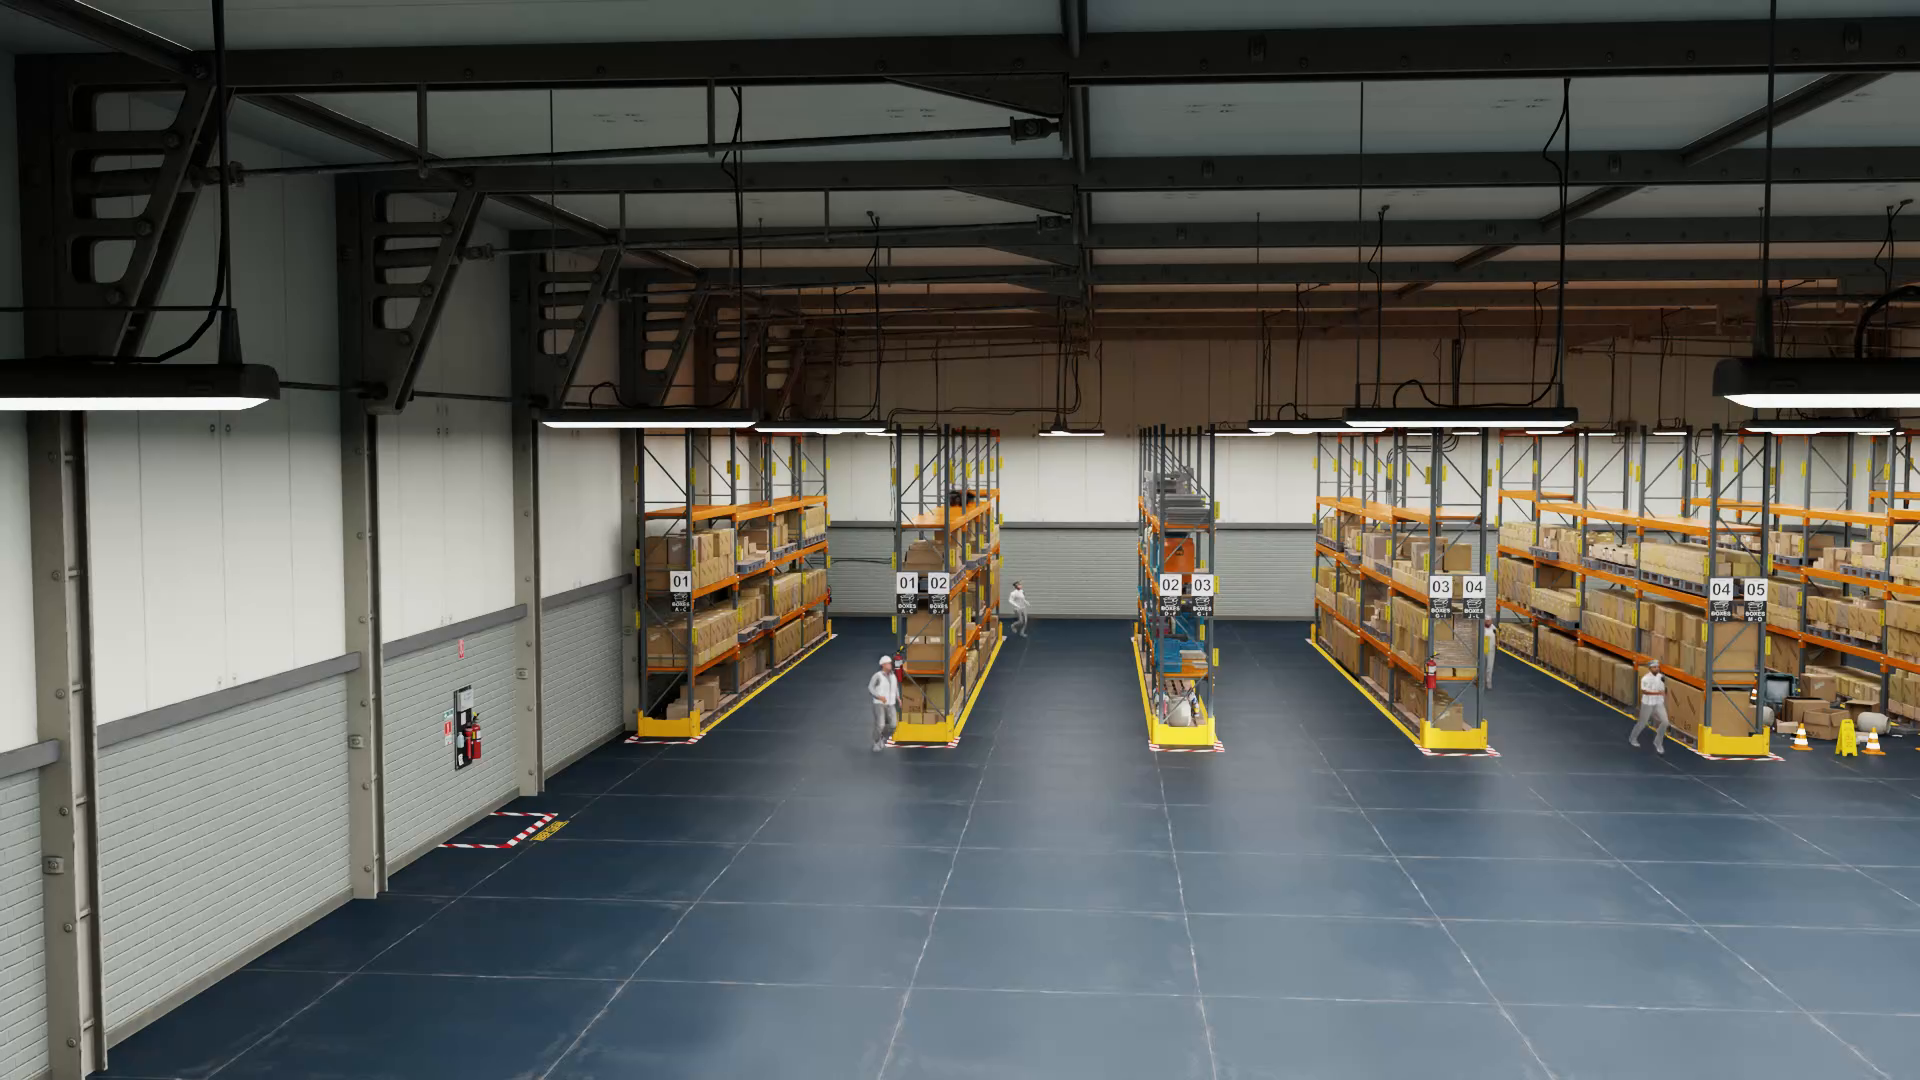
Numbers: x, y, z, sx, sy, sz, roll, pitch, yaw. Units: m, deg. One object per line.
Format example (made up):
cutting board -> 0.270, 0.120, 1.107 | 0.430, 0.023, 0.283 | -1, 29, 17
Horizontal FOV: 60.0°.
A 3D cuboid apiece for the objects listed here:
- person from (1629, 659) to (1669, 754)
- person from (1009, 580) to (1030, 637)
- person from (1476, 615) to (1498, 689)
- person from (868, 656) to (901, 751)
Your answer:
person -> 12.683, 3.028, 30.463 | 0.587, 1.735, 0.878 | -1, 4, -13
person -> 1.683, 1.980, 48.204 | 0.603, 1.645, 0.647 | 3, 5, 40
person -> 12.174, 2.560, 38.528 | 0.628, 1.668, 0.964 | 0, 3, -1
person -> -1.340, 3.006, 30.520 | 0.727, 1.717, 0.518 | -3, 4, -37
